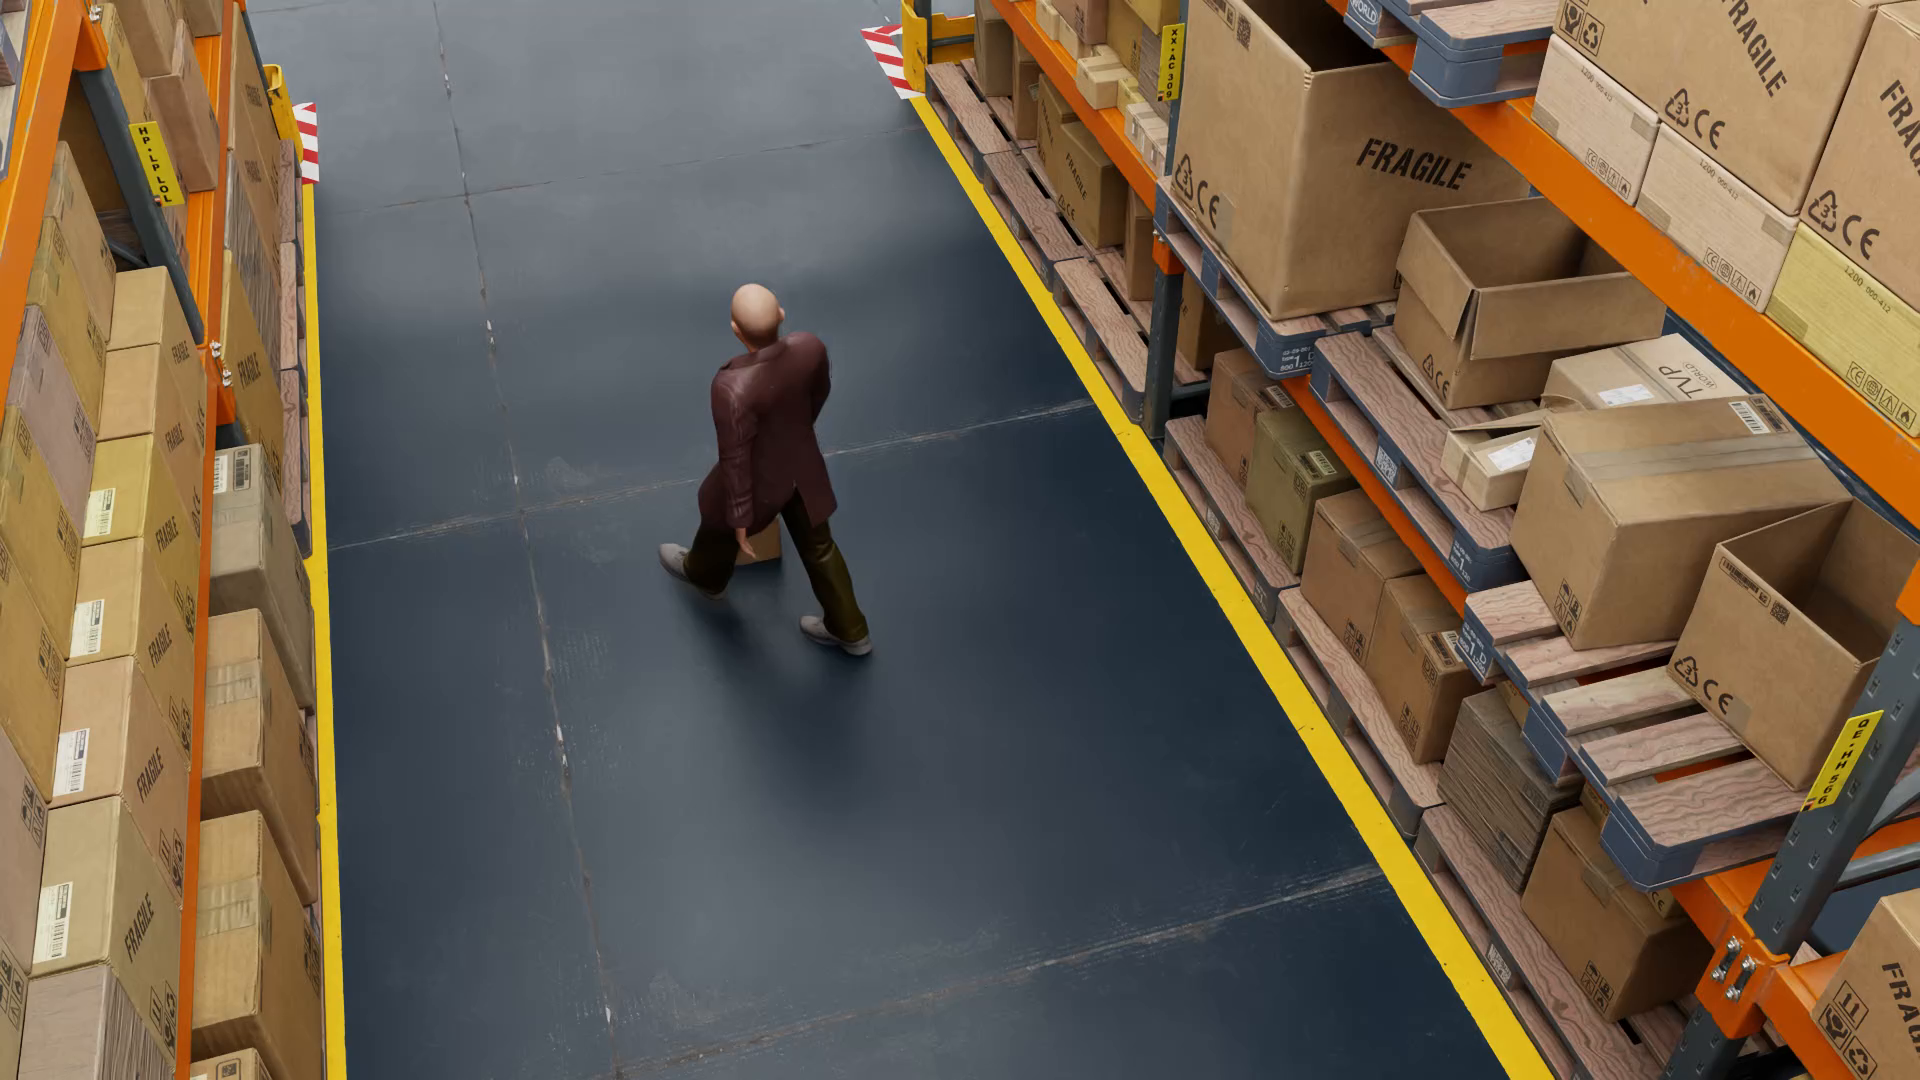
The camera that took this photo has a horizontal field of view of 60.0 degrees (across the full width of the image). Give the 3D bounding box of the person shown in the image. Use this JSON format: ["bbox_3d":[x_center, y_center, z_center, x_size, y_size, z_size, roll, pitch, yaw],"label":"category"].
[{"bbox_3d":[-0.838,-0.330,6.574,0.627,1.758,1.047,-32,51,-31],"label":"person"}]
